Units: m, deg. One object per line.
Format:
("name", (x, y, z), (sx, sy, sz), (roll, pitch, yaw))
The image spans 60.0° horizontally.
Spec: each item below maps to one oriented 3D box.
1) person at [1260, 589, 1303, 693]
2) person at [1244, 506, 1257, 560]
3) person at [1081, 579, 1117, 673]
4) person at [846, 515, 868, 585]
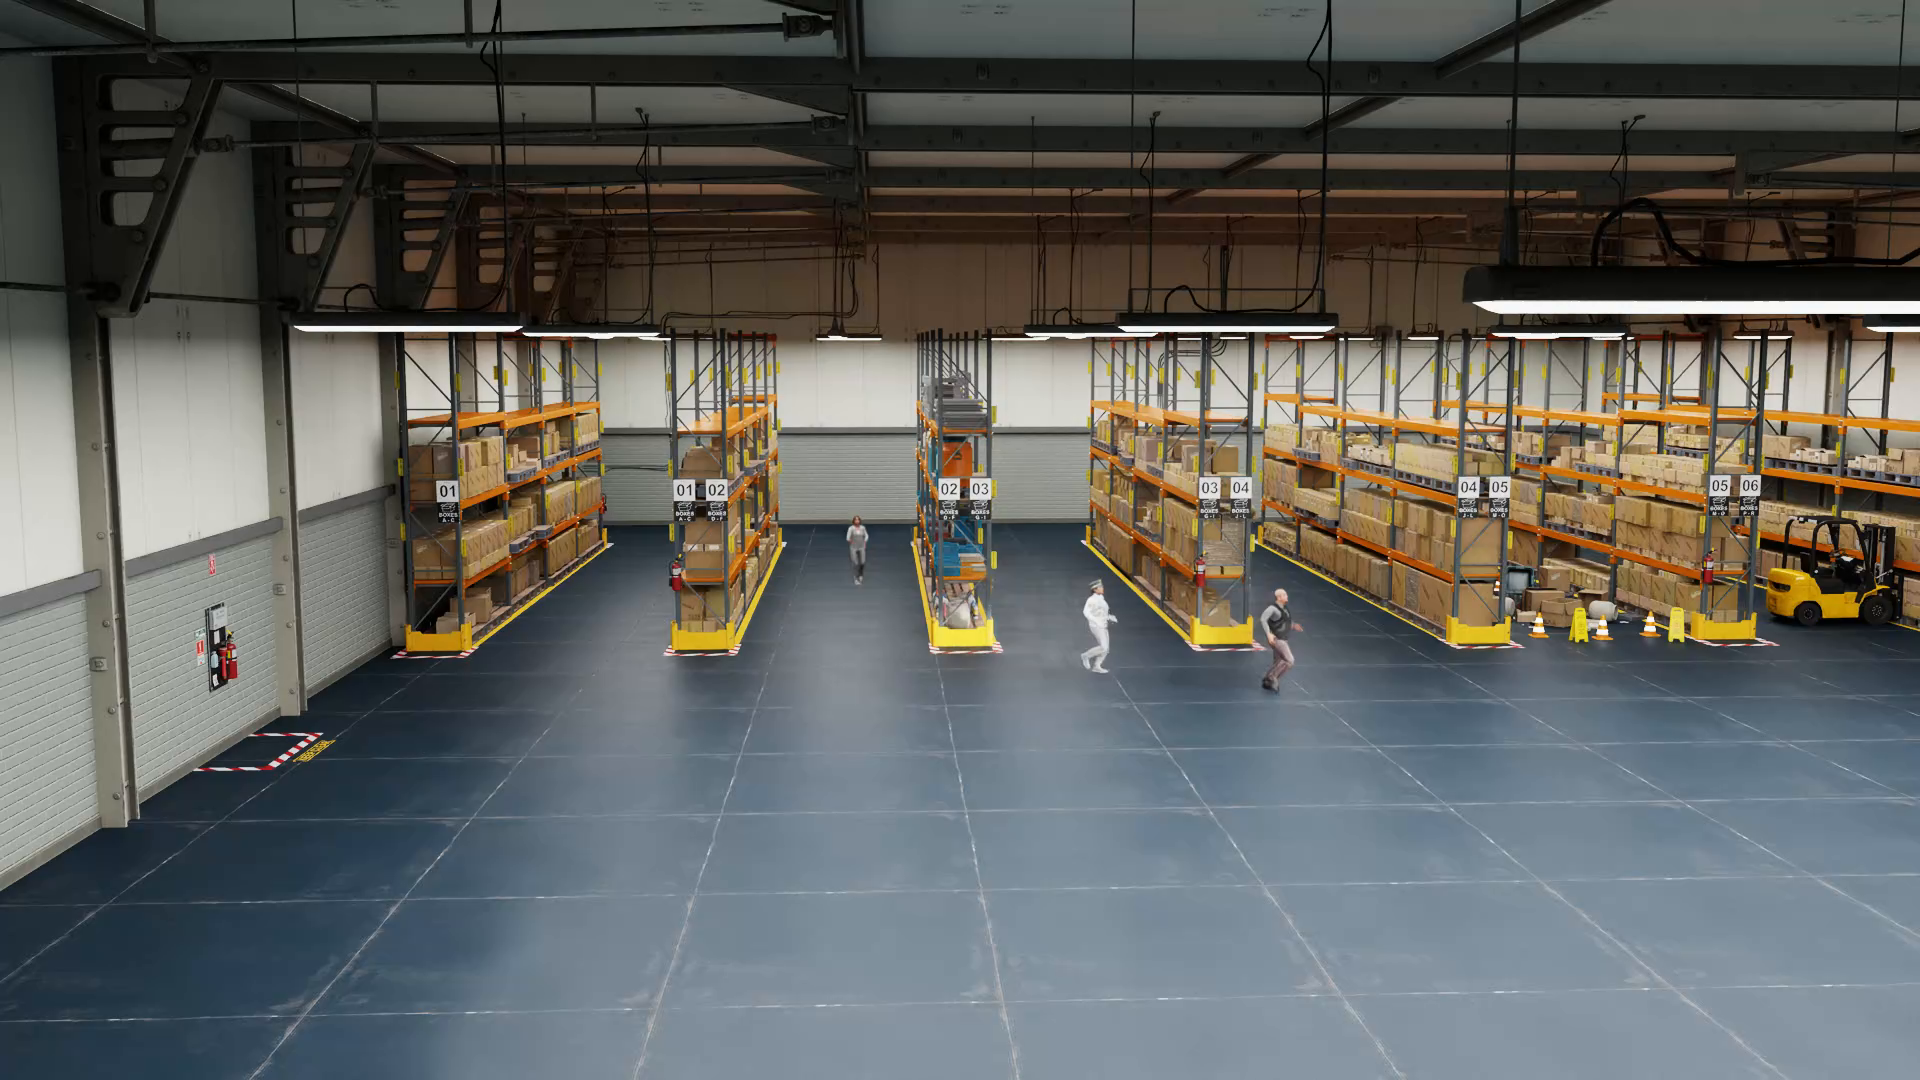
("person", (5.294, 1.655, 27.403), (0.656, 1.701, 0.661), (3, 8, 27))
("person", (7.658, -0.339, 44.575), (0.582, 1.662, 1.093), (-1, 7, -5))
("person", (2.417, 1.496, 28.951), (0.569, 1.648, 0.614), (3, 8, 27))
("person", (-2.298, 0.234, 37.522), (0.518, 1.581, 0.552), (-1, 7, -12))
